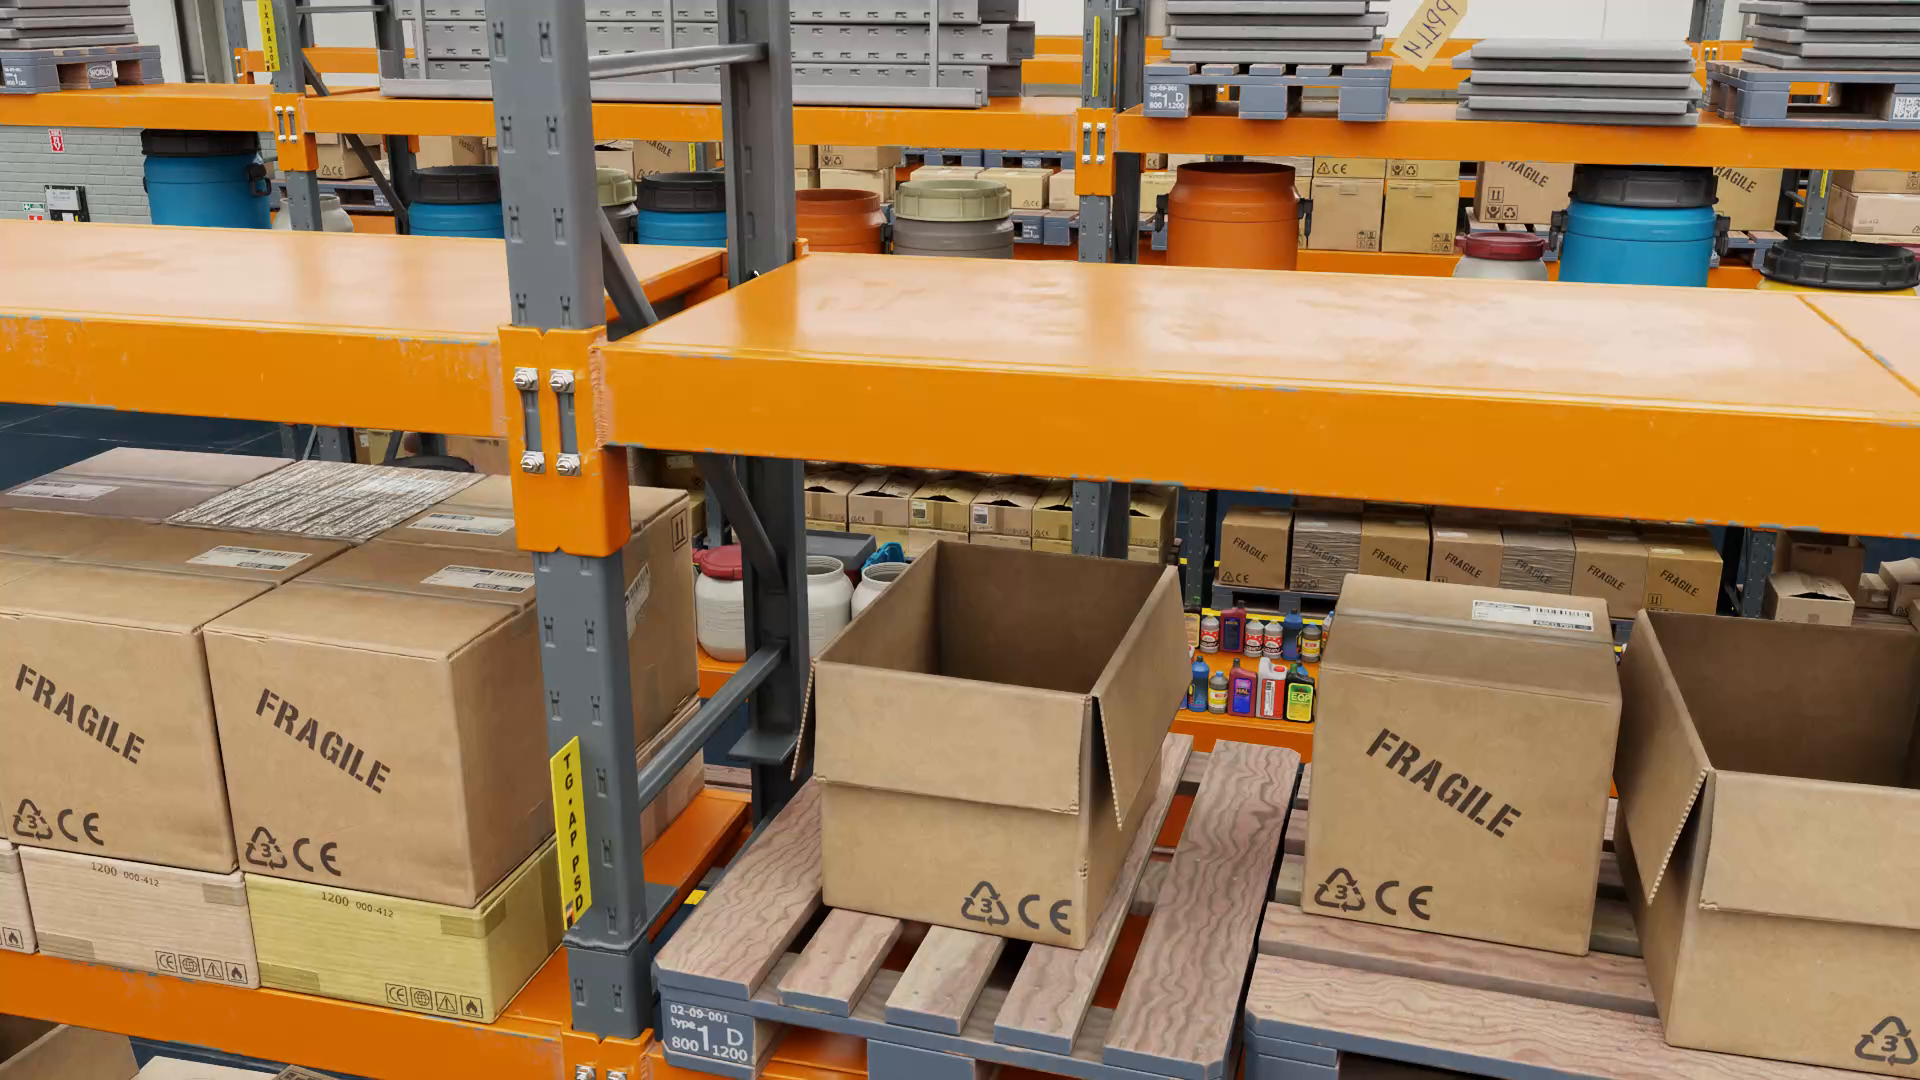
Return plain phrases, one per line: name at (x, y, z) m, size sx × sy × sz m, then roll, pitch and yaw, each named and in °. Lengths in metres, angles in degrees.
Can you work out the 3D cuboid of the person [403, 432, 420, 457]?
person at (-3.914, -0.030, 12.098) m, size 0.446 × 1.609 × 0.447 m, roll 0°, pitch 19°, yaw -1°
